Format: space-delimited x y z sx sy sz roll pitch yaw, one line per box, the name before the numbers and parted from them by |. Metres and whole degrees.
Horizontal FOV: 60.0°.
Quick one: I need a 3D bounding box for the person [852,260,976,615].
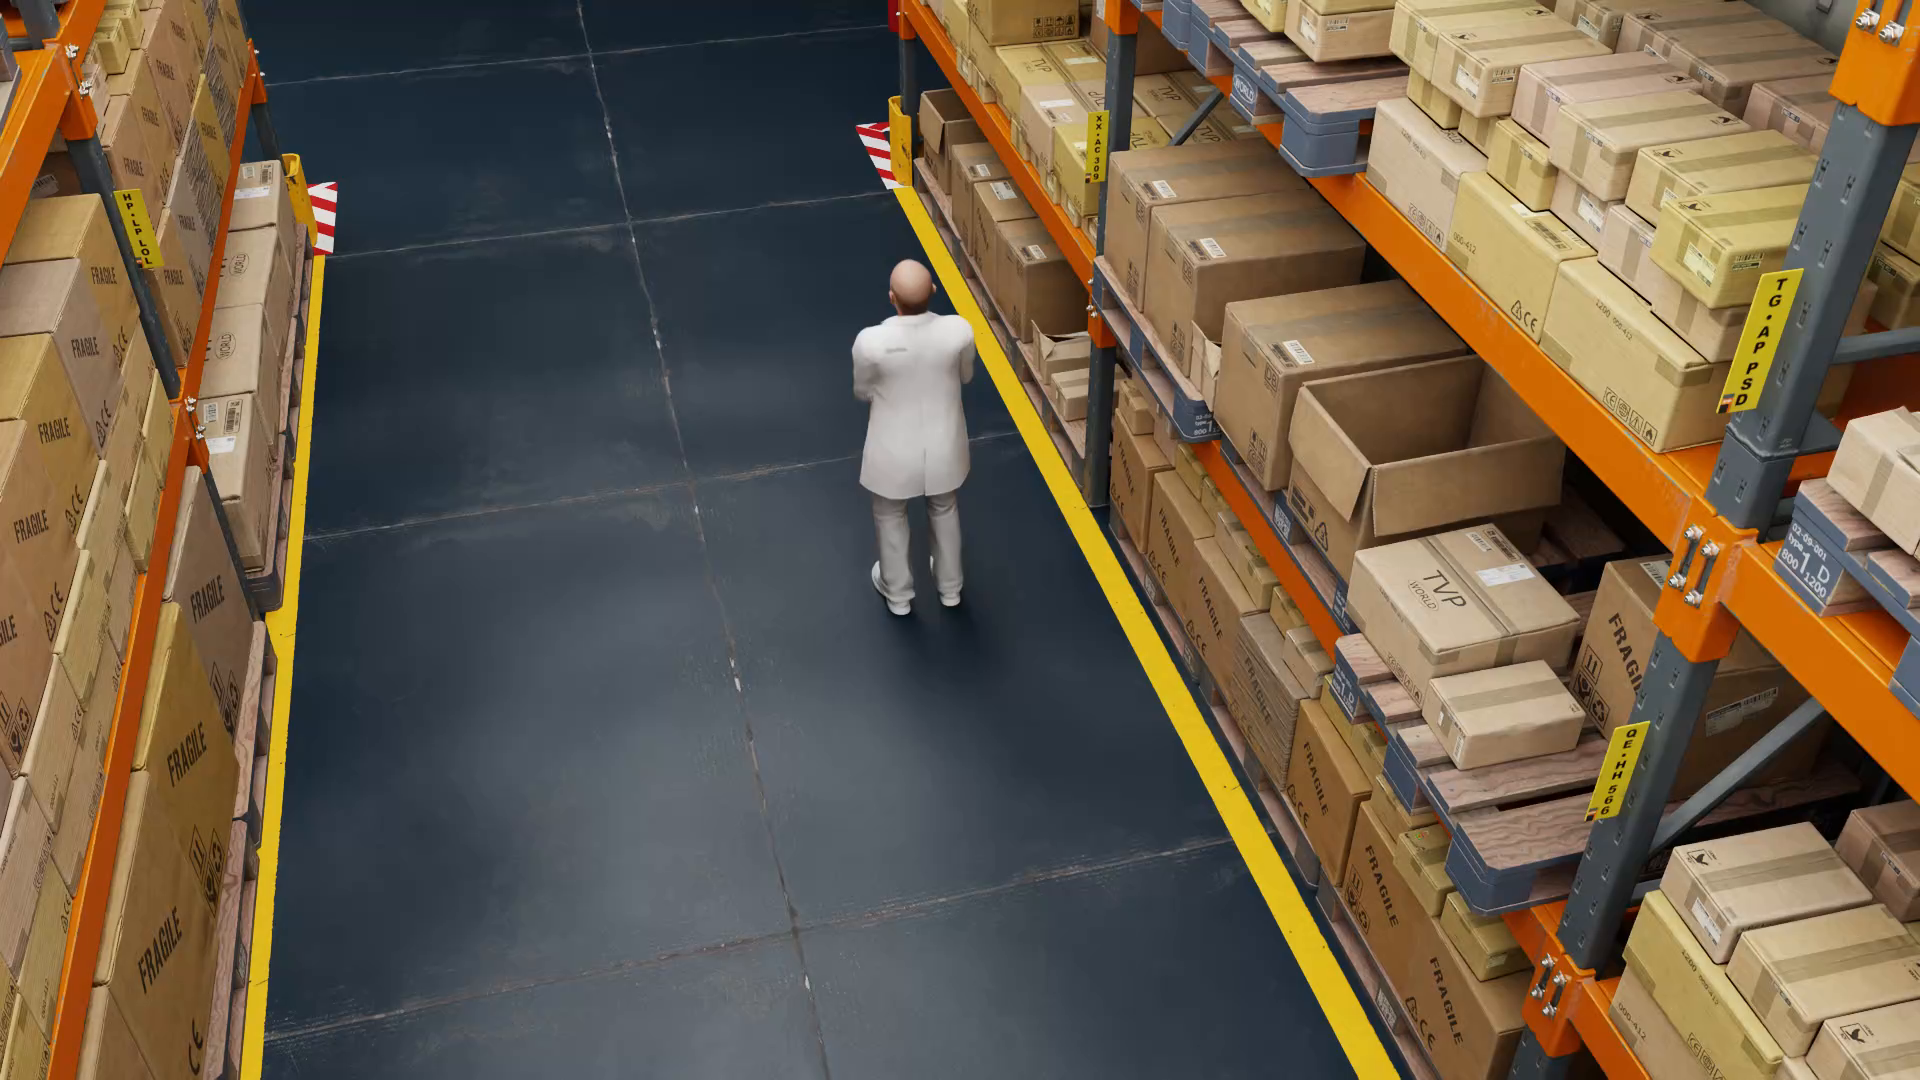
person | -0.224 -0.509 7.384 0.537 1.777 0.548 -9 39 -12
